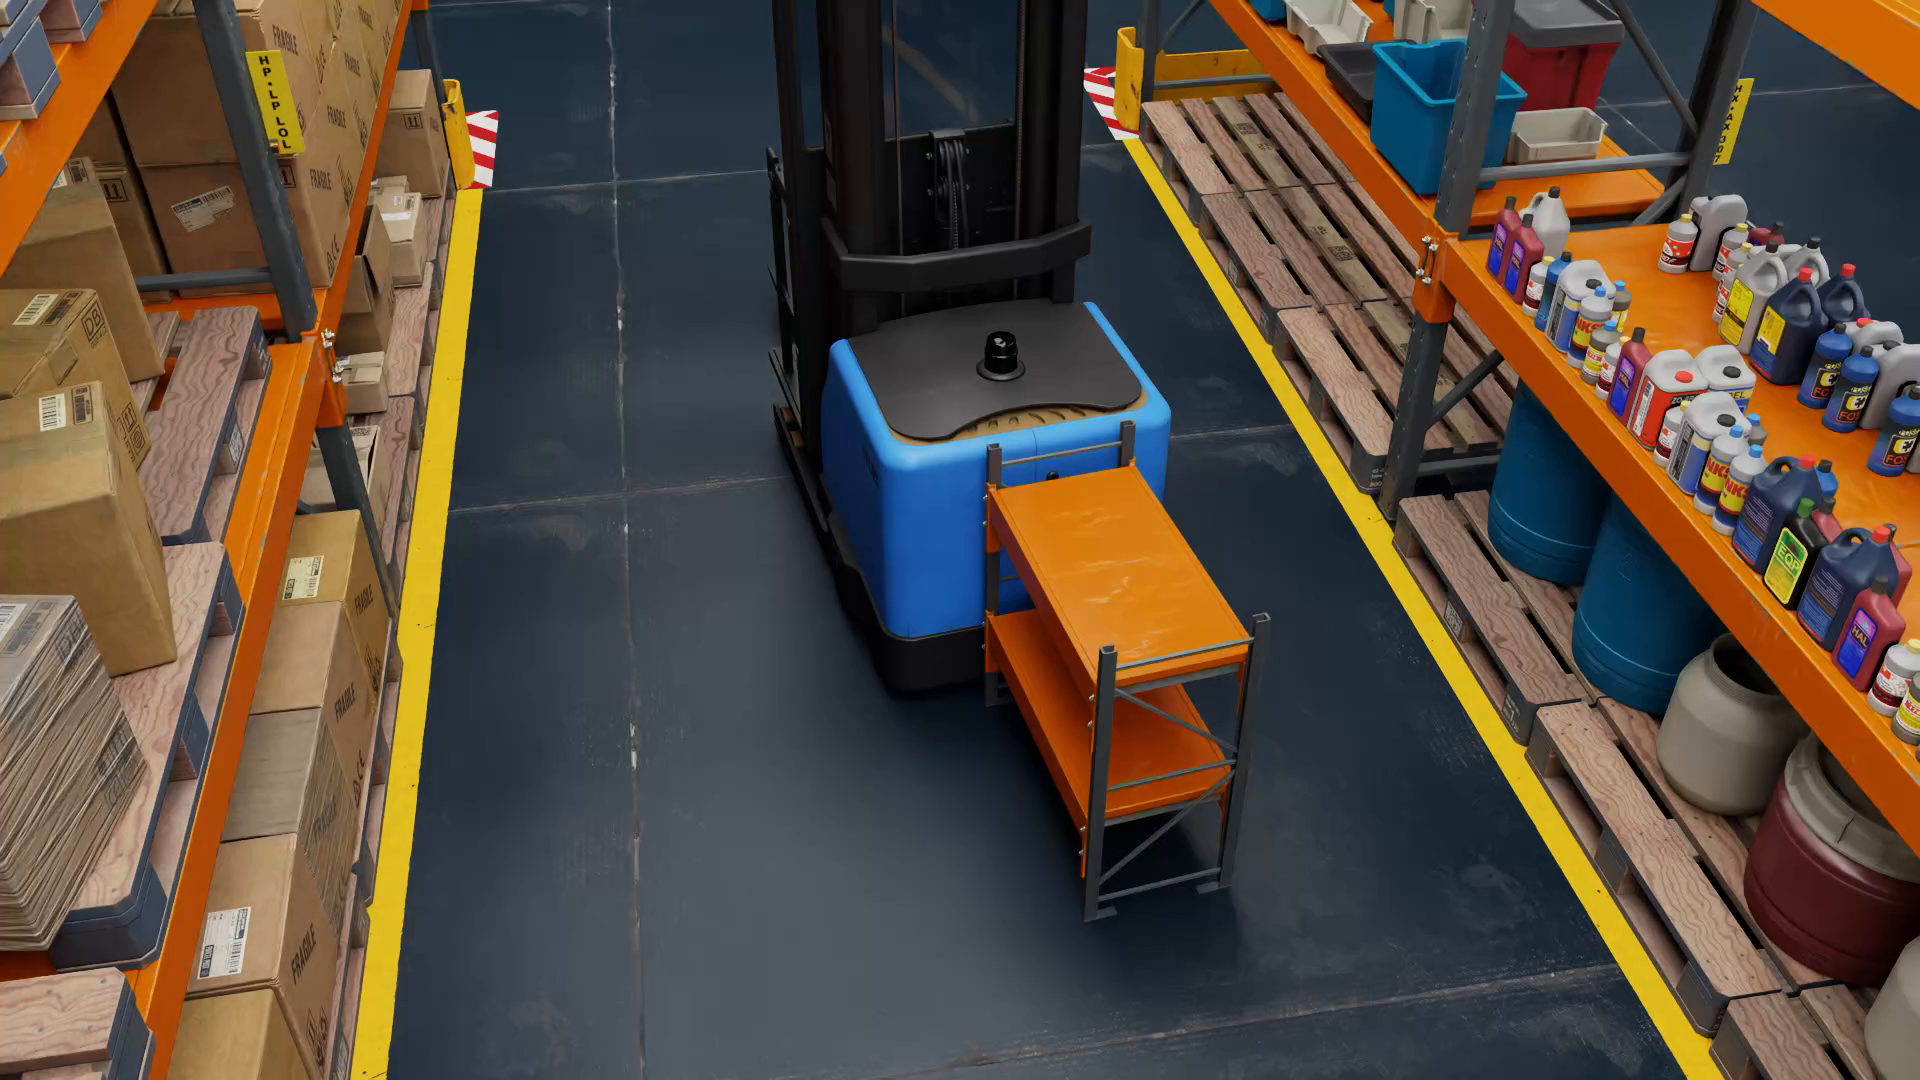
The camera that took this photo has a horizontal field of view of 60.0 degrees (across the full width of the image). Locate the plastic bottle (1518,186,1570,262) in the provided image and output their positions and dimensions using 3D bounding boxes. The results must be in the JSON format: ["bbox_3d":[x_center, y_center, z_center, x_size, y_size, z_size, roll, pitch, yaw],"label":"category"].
[{"bbox_3d":[1.993,-1.054,5.703,0.144,0.351,0.185,-6,38,-8],"label":"plastic bottle"}]

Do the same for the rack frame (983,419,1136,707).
[{"bbox_3d":[0.328,0.104,5.699,0.500,1.125,0.032,-11,39,-13],"label":"rack frame"}]

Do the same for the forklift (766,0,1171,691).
[{"bbox_3d":[-0.181,-1.527,6.327,1.130,2.935,3.031,-10,39,-13],"label":"forklift"}]

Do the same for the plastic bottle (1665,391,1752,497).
[{"bbox_3d":[2.152,-0.277,4.763,0.152,0.276,0.135,-6,38,-8],"label":"plastic bottle"}]

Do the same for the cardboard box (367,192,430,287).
[{"bbox_3d":[-2.861,-1.440,8.042,0.500,0.250,0.500,-6,38,-8],"label":"cardboard box"}]

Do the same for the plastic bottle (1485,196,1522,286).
[{"bbox_3d":[1.887,-1.032,5.729,0.061,0.283,0.133,-6,38,-8],"label":"plastic bottle"}]

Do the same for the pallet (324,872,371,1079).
[{"bbox_3d":[-2.237,1.512,4.632,1.003,0.211,1.213,-6,38,-8],"label":"pallet"}]

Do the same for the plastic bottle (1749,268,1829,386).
[{"bbox_3d":[2.617,-0.679,5.220,0.144,0.351,0.185,-6,38,-8],"label":"plastic bottle"}]

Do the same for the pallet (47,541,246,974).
[{"bbox_3d":[-2.279,0.502,3.815,1.003,0.211,1.213,-6,38,-8],"label":"pallet"}]

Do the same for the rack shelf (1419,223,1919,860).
[{"bbox_3d":[2.593,0.146,4.703,1.077,0.370,4.000,-6,38,-8],"label":"rack shelf"}]

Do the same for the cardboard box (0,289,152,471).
[{"bbox_3d":[-2.589,-0.302,4.270,0.700,0.500,0.500,-1,38,-1],"label":"cardboard box"}]

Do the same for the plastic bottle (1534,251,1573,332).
[{"bbox_3d":[1.966,-0.821,5.466,0.097,0.271,0.097,0,38,0],"label":"plastic bottle"}]

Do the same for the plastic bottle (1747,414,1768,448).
[{"bbox_3d":[2.271,-0.272,4.817,0.097,0.201,0.097,0,38,0],"label":"plastic bottle"}]

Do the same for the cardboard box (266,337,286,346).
[{"bbox_3d":[-3.145,-0.694,7.031,0.500,0.311,0.500,-6,38,-8],"label":"cardboard box"}]

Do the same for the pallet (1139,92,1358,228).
[{"bbox_3d":[1.648,-2.158,9.356,1.003,0.211,1.213,-6,38,-8],"label":"pallet"}]

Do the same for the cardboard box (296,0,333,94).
[{"bbox_3d":[-2.531,-1.876,5.823,0.500,0.500,0.500,-7,38,-9],"label":"cardboard box"}]

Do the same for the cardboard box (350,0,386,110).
[{"bbox_3d":[-2.725,-2.110,6.940,0.500,0.500,0.500,-7,38,-9],"label":"cardboard box"}]

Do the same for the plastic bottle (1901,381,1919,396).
[{"bbox_3d":[2.853,-0.390,4.970,0.097,0.201,0.097,0,38,0],"label":"plastic bottle"}]

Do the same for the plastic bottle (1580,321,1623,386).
[{"bbox_3d":[2.023,-0.594,5.232,0.097,0.201,0.097,0,38,0],"label":"plastic bottle"}]

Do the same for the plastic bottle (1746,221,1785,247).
[{"bbox_3d":[2.716,-0.962,5.638,0.061,0.283,0.133,-6,38,-8],"label":"plastic bottle"}]

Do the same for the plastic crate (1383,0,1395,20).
[{"bbox_3d":[2.154,-2.507,7.619,0.416,0.233,0.300,-6,38,-8],"label":"plastic crate"}]

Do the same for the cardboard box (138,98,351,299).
[{"bbox_3d":[-2.456,-1.192,5.758,0.500,0.500,0.500,-5,38,-7],"label":"cardboard box"}]

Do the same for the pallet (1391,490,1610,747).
[{"bbox_3d":[2.337,0.226,6.287,1.003,0.211,1.213,-6,38,-8],"label":"pallet"}]

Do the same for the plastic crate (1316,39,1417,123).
[{"bbox_3d":[1.782,-1.908,6.936,0.437,0.125,0.590,-6,38,-8],"label":"plastic crate"}]

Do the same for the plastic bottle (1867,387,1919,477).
[{"bbox_3d":[2.727,-0.320,4.822,0.097,0.271,0.097,0,38,0],"label":"plastic bottle"}]

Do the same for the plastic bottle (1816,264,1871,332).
[{"bbox_3d":[2.759,-0.695,5.239,0.144,0.351,0.185,-6,38,-8],"label":"plastic bottle"}]

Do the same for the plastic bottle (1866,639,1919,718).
[{"bbox_3d":[2.291,0.328,4.045,0.097,0.201,0.097,0,38,0],"label":"plastic bottle"}]

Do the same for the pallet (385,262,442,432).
[{"bbox_3d":[-2.971,-0.867,7.695,1.003,0.211,1.213,-6,38,-8],"label":"pallet"}]

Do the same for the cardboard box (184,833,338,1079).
[{"bbox_3d":[-2.009,1.175,4.472,0.500,0.500,0.500,-7,38,-9],"label":"cardboard box"}]

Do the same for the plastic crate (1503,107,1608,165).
[{"bbox_3d":[2.302,-1.562,6.481,0.396,0.136,0.243,-6,38,-8],"label":"plastic crate"}]

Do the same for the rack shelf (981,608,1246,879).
[{"bbox_3d":[0.476,0.595,5.465,0.538,0.278,1.000,-11,39,-13],"label":"rack shelf"}]

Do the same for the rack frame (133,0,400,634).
[{"bbox_3d":[-2.635,-0.815,5.355,1.000,3.000,0.127,-6,38,-8],"label":"rack frame"}]

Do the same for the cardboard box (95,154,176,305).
[{"bbox_3d":[-2.975,-1.129,5.677,0.500,0.500,0.500,-6,38,-7],"label":"cardboard box"}]

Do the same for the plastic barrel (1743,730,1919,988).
[{"bbox_3d":[2.644,0.881,4.794,0.600,0.588,0.708,-6,38,-8],"label":"plastic barrel"}]

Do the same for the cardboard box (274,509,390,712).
[{"bbox_3d":[-2.266,0.265,5.642,0.500,0.500,0.500,-6,38,-8],"label":"cardboard box"}]

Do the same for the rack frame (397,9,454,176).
[{"bbox_3d":[-3.336,-3.231,8.464,1.000,3.000,0.127,-6,38,-8],"label":"rack frame"}]

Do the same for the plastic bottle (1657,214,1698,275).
[{"bbox_3d":[2.511,-1.039,5.805,0.097,0.201,0.097,0,38,0],"label":"plastic bottle"}]

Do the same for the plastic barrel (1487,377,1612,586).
[{"bbox_3d":[2.321,-0.353,6.127,0.600,0.901,0.708,-6,38,-8],"label":"plastic barrel"}]

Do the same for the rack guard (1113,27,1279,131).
[{"bbox_3d":[1.525,-2.788,9.931,1.175,0.500,0.348,-6,38,-8],"label":"rack guard"}]

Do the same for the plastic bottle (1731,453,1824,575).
[{"bbox_3d":[2.210,-0.092,4.464,0.144,0.351,0.185,-6,38,-8],"label":"plastic bottle"}]

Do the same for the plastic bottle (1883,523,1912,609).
[{"bbox_3d":[2.362,0.100,4.271,0.061,0.283,0.133,-6,38,-8],"label":"plastic bottle"}]

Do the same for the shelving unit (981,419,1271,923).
[{"bbox_3d":[0.476,0.402,5.315,0.538,1.125,1.048,-11,39,-13],"label":"shelving unit"}]
